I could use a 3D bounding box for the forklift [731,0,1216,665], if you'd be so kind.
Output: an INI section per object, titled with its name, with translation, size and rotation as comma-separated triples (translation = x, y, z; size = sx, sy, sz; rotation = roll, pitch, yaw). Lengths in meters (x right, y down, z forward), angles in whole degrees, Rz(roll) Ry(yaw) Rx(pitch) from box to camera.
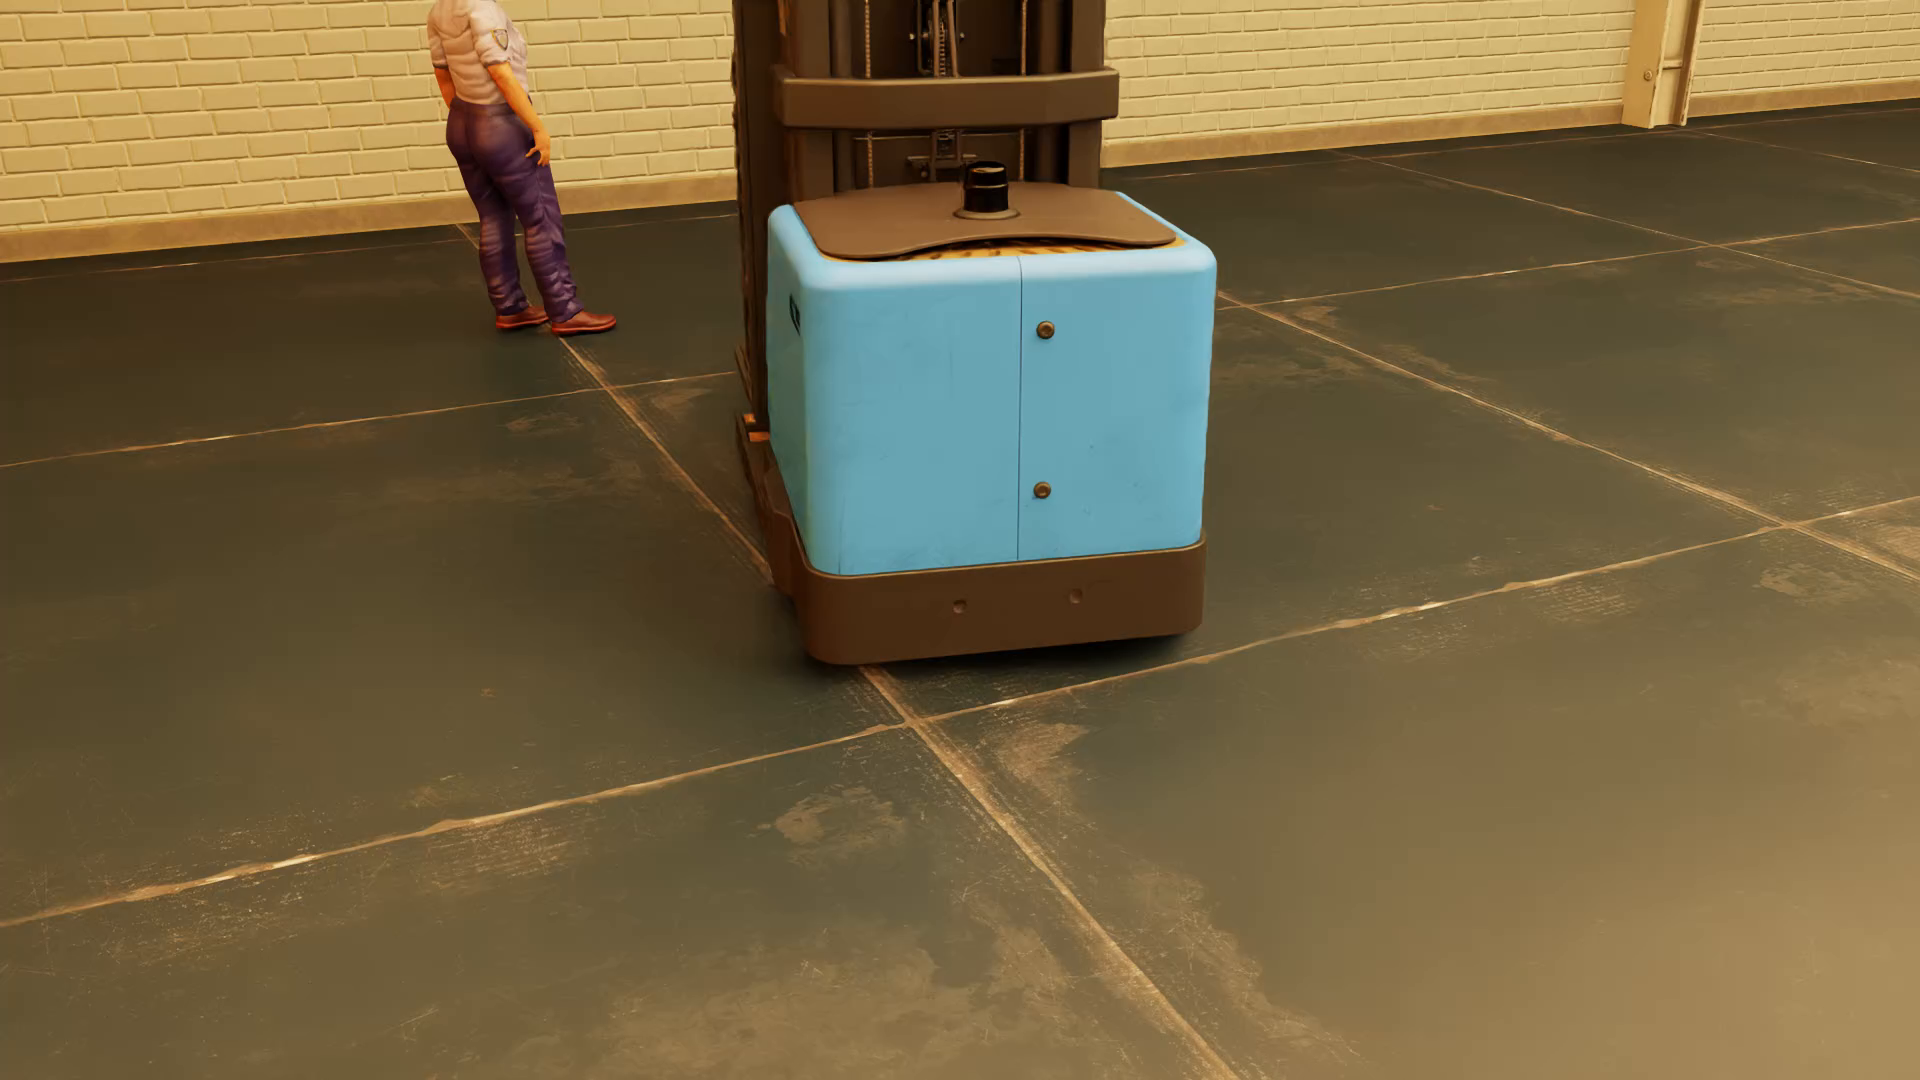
[forklift]
translation = -0.166, -1.575, 5.078
size = 1.130, 2.935, 3.031
rotation = -5, 23, -11

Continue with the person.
[person]
translation = -1.882, -1.709, 7.054
size = 0.596, 1.651, 0.503
rotation = 19, 29, 37
